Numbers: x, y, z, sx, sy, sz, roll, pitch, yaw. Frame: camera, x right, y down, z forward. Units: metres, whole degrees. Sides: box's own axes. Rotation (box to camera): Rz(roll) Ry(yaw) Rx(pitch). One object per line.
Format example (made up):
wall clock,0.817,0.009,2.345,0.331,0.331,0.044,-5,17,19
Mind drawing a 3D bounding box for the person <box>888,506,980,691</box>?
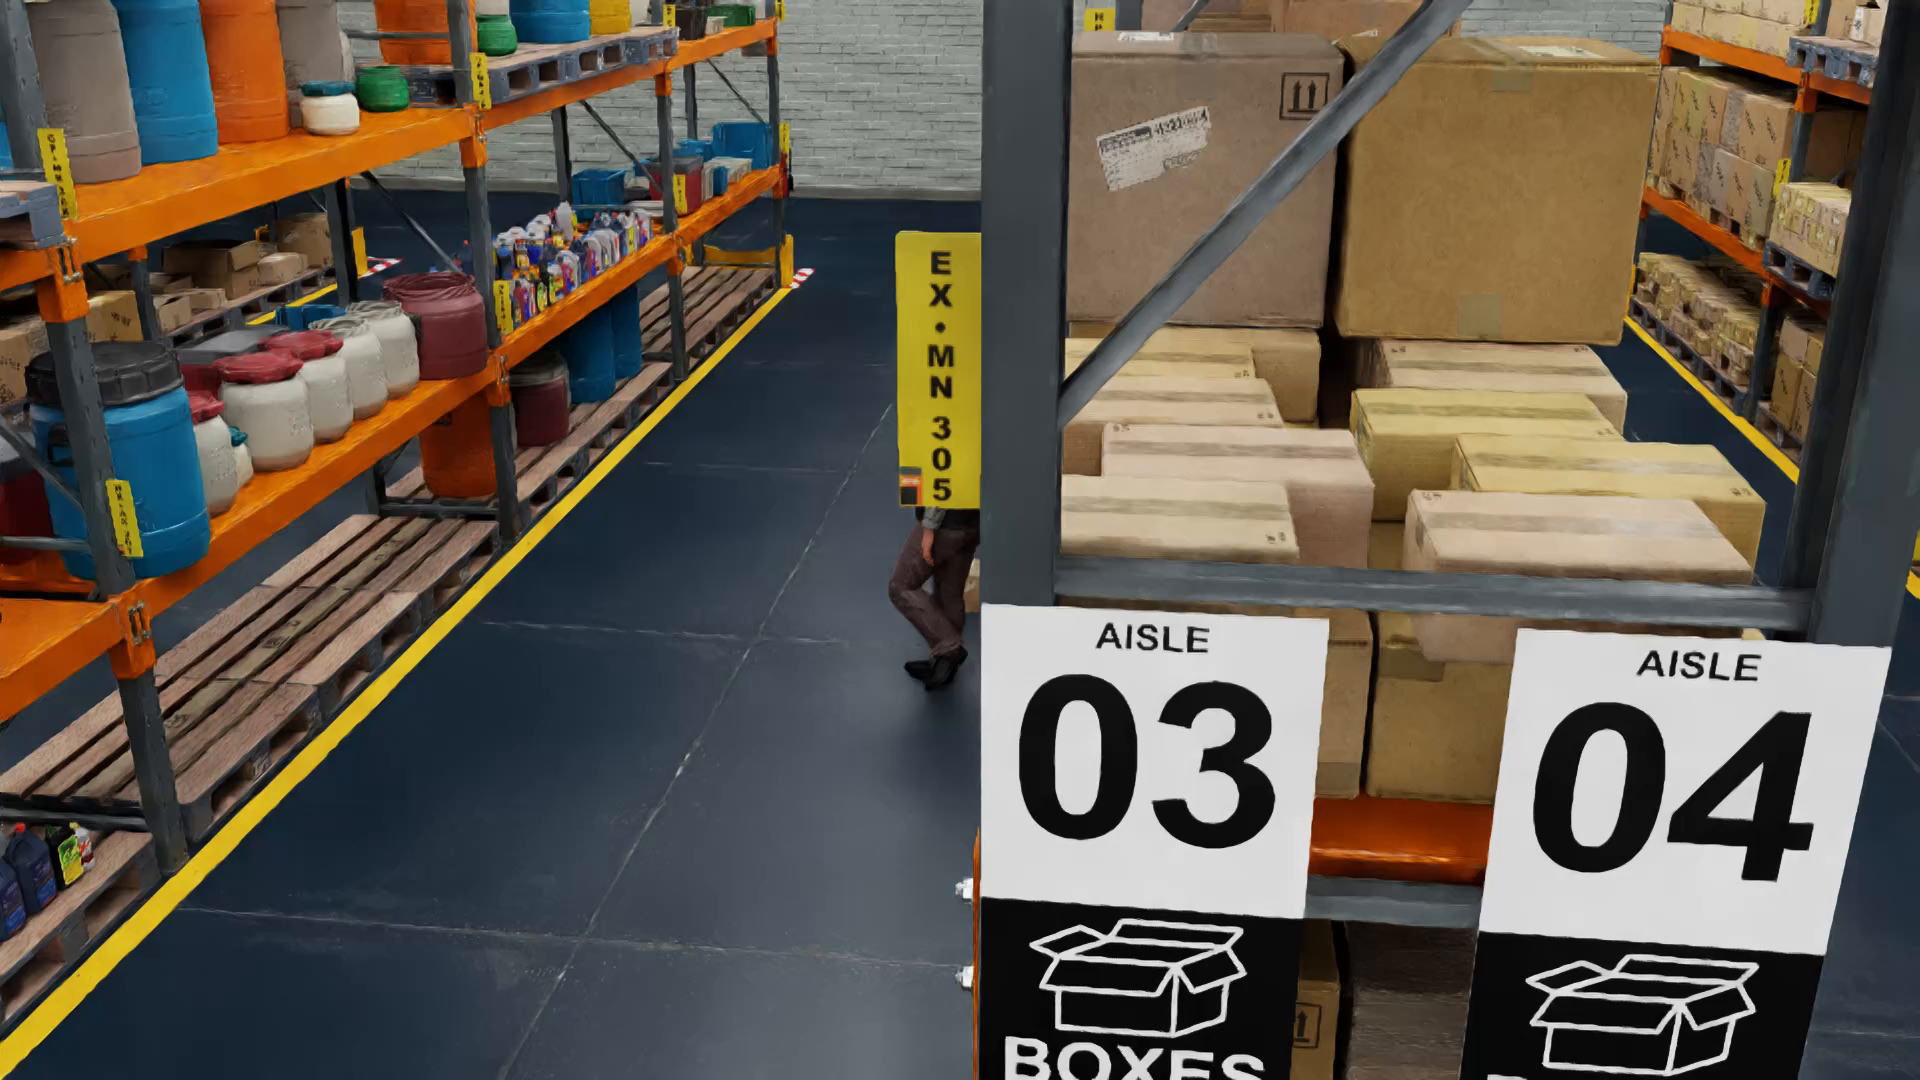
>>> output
person,-0.070,-0.067,8.783,0.446,1.705,0.638,12,24,29
